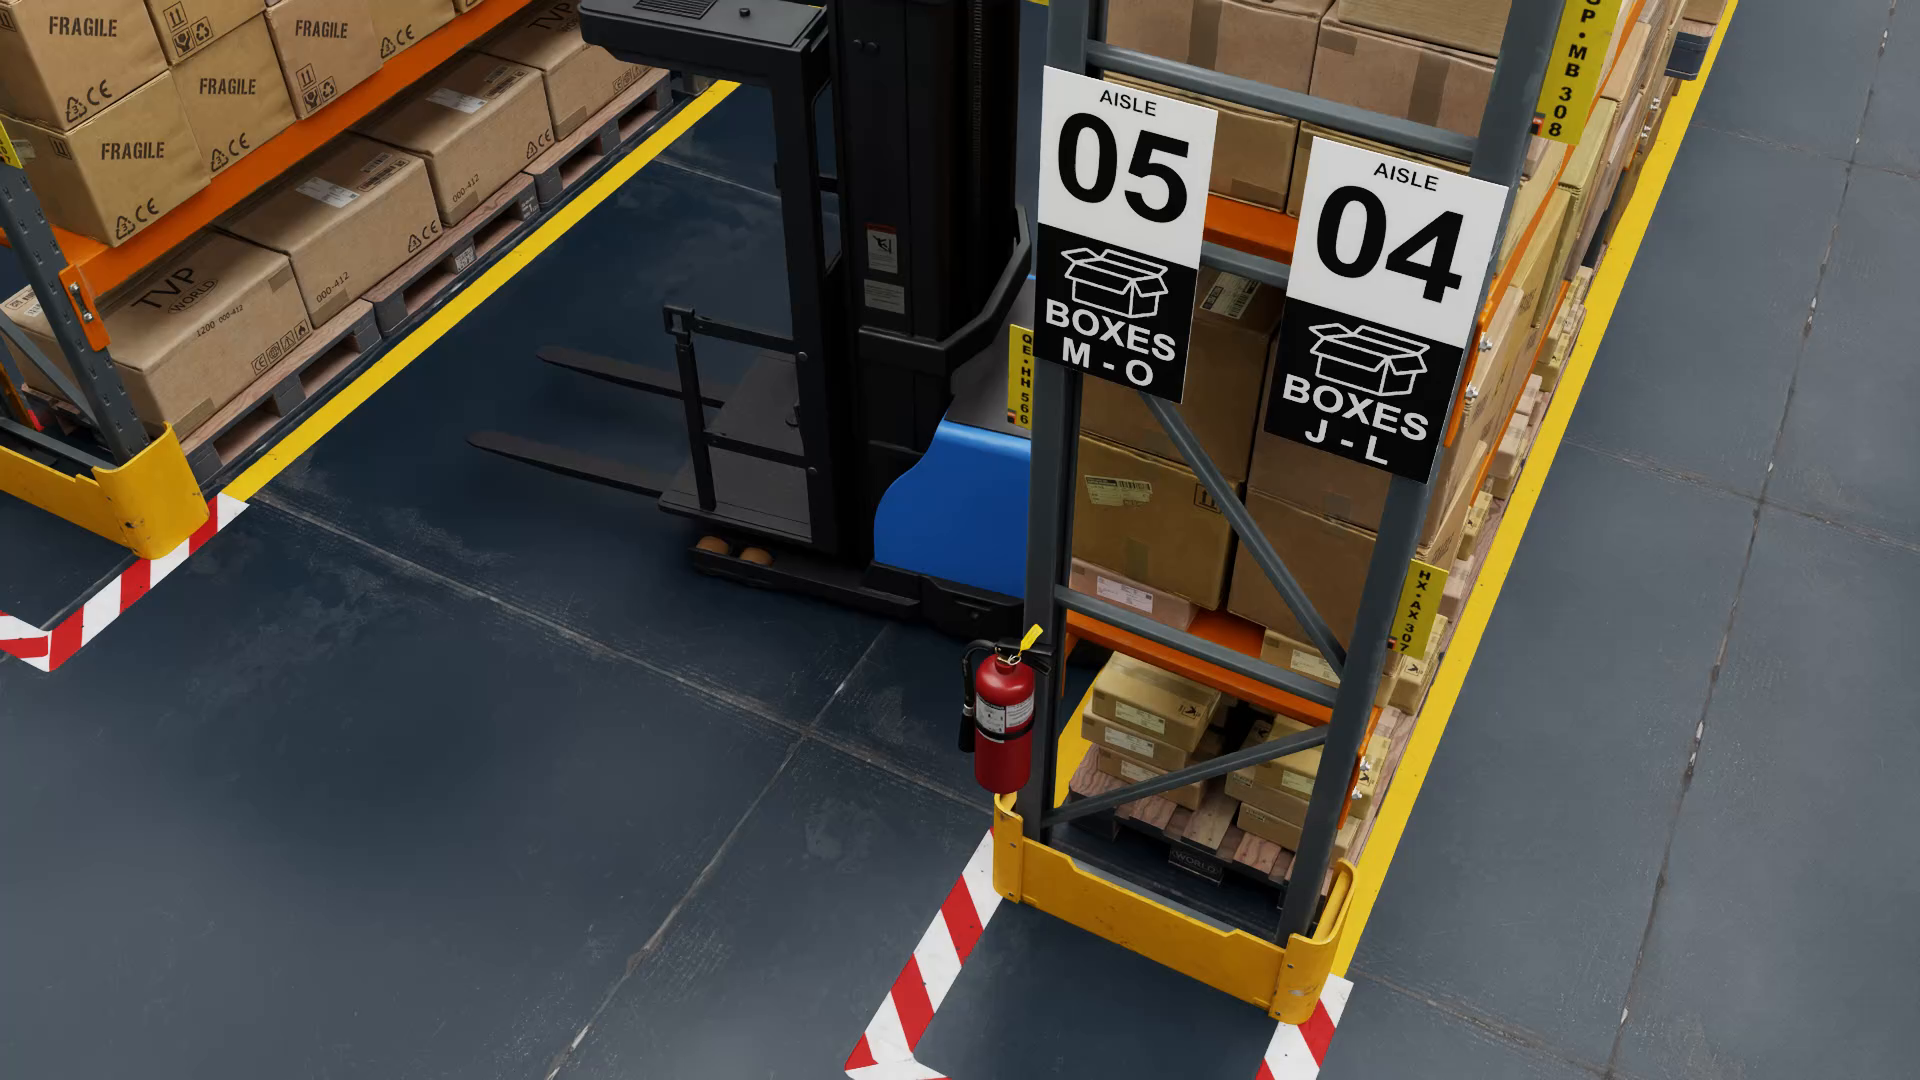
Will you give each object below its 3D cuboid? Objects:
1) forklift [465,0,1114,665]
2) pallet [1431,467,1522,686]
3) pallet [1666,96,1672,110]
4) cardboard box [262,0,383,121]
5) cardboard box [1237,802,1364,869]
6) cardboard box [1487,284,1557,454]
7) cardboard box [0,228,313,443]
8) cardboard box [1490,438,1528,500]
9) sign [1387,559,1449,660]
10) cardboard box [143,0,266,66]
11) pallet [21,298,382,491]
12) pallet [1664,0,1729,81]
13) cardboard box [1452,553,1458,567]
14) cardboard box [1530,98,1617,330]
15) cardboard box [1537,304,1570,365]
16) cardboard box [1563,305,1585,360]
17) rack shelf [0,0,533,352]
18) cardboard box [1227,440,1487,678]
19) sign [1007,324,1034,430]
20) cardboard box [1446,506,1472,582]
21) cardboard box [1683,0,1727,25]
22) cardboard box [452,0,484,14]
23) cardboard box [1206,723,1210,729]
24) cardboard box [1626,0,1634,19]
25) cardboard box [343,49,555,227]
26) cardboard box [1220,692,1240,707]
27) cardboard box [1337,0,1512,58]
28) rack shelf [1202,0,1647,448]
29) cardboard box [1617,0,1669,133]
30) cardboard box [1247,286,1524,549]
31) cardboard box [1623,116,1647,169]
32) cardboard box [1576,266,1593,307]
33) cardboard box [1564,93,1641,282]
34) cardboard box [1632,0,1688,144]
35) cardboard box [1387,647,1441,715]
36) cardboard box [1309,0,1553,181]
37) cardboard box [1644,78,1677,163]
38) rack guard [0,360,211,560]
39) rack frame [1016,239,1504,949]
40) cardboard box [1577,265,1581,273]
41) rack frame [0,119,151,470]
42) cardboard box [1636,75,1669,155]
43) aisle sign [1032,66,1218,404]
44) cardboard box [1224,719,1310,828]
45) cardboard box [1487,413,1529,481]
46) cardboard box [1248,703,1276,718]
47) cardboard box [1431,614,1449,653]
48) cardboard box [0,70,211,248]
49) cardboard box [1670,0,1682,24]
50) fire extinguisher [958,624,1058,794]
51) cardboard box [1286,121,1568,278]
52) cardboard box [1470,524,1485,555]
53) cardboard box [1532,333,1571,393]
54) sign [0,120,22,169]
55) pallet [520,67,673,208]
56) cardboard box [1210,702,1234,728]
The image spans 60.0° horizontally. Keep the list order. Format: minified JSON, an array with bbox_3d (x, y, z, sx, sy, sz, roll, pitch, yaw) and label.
[{"bbox_3d":[-0.593,-1.177,6.133,3.031,2.935,1.130,14,47,13],"label":"forklift"},{"bbox_3d":[1.665,-0.033,6.914,1.003,0.211,1.213,20,49,19],"label":"pallet"},{"bbox_3d":[3.436,-2.501,9.354,1.003,0.211,1.213,20,49,19],"label":"pallet"},{"bbox_3d":[-2.839,-2.155,6.980,0.500,0.500,0.500,20,49,19],"label":"cardboard box"},{"bbox_3d":[1.180,0.931,5.710,0.380,0.149,0.250,21,49,20],"label":"cardboard box"},{"bbox_3d":[1.571,-0.681,5.314,0.500,0.500,0.500,21,49,20],"label":"cardboard box"},{"bbox_3d":[-3.560,-0.966,7.382,0.875,0.438,0.875,19,48,18],"label":"cardboard box"},{"bbox_3d":[2.150,-0.353,6.979,0.380,0.149,0.250,20,49,19],"label":"cardboard box"},{"bbox_3d":[1.134,0.176,4.139,0.100,0.325,0.005,20,49,19],"label":"sign"},{"bbox_3d":[-3.069,-2.193,6.315,0.500,0.500,0.500,19,48,18],"label":"cardboard box"},{"bbox_3d":[-3.476,-0.819,7.691,1.003,0.211,1.213,20,49,19],"label":"pallet"},{"bbox_3d":[2.994,-2.585,7.611,1.003,0.211,1.213,20,49,19],"label":"pallet"},{"bbox_3d":[1.628,0.043,6.169,0.380,0.149,0.250,22,49,21],"label":"cardboard box"},{"bbox_3d":[1.587,-1.026,4.952,0.500,0.500,0.500,19,48,18],"label":"cardboard box"},{"bbox_3d":[2.383,-0.930,7.131,0.380,0.149,0.250,20,49,19],"label":"cardboard box"},{"bbox_3d":[2.630,-1.005,7.623,0.380,0.149,0.250,21,49,20],"label":"cardboard box"},{"bbox_3d":[-2.849,-2.277,7.677,1.077,0.370,4.000,20,49,19],"label":"rack shelf"},{"bbox_3d":[1.106,-0.031,4.672,0.500,0.500,0.500,23,50,21],"label":"cardboard box"},{"bbox_3d":[0.171,-0.413,4.293,0.100,0.325,0.005,20,49,19],"label":"sign"},{"bbox_3d":[1.348,-0.033,5.130,0.380,0.149,0.250,19,48,18],"label":"cardboard box"},{"bbox_3d":[3.100,-2.375,7.149,0.380,0.149,0.250,18,48,17],"label":"cardboard box"},{"bbox_3d":[-2.364,-2.801,7.619,0.500,0.500,0.500,20,49,18],"label":"cardboard box"},{"bbox_3d":[0.743,0.559,6.077,0.380,0.149,0.250,22,49,20],"label":"cardboard box"},{"bbox_3d":[1.564,-1.558,4.458,0.500,0.250,0.500,19,48,18],"label":"cardboard box"},{"bbox_3d":[-2.723,-2.112,8.515,0.875,0.438,0.875,19,48,18],"label":"cardboard box"},{"bbox_3d":[0.842,0.390,5.827,0.380,0.149,0.250,21,49,20],"label":"cardboard box"},{"bbox_3d":[1.005,-1.146,3.418,0.380,0.149,0.250,20,49,19],"label":"cardboard box"},{"bbox_3d":[1.582,-1.761,5.058,1.077,0.370,4.000,20,49,19],"label":"rack shelf"},{"bbox_3d":[2.046,-1.680,5.599,0.500,0.500,0.500,22,49,20],"label":"cardboard box"},{"bbox_3d":[1.097,-0.386,4.320,0.500,0.500,0.500,20,49,19],"label":"cardboard box"},{"bbox_3d":[2.562,-1.675,6.753,0.380,0.149,0.250,19,48,18],"label":"cardboard box"},{"bbox_3d":[2.646,-1.166,7.573,0.380,0.149,0.250,21,49,20],"label":"cardboard box"},{"bbox_3d":[2.062,-1.321,5.947,0.500,0.500,0.500,20,49,19],"label":"cardboard box"},{"bbox_3d":[2.536,-1.961,6.579,0.500,0.500,0.500,21,49,19],"label":"cardboard box"},{"bbox_3d":[1.554,0.455,6.180,0.380,0.149,0.250,21,49,20],"label":"cardboard box"},{"bbox_3d":[1.092,-1.074,3.627,0.500,0.250,0.500,21,49,20],"label":"cardboard box"},{"bbox_3d":[3.332,-2.200,8.557,0.500,0.500,0.500,23,50,21],"label":"cardboard box"},{"bbox_3d":[-3.789,-0.376,7.050,1.175,0.500,0.348,20,49,19],"label":"rack guard"},{"bbox_3d":[0.653,0.301,4.624,1.000,3.000,0.127,20,49,19],"label":"rack frame"},{"bbox_3d":[2.576,-1.264,7.461,0.380,0.149,0.250,22,49,20],"label":"cardboard box"},{"bbox_3d":[-3.778,-1.270,6.176,1.000,3.000,0.127,20,49,19],"label":"rack frame"},{"bbox_3d":[3.087,-2.130,7.961,0.500,0.250,0.500,18,48,17],"label":"cardboard box"},{"bbox_3d":[0.354,-0.666,3.752,0.394,0.787,0.004,20,49,19],"label":"aisle sign"},{"bbox_3d":[1.124,0.805,5.625,0.380,0.149,0.250,22,49,21],"label":"cardboard box"},{"bbox_3d":[2.035,-0.418,6.625,0.380,0.149,0.250,19,48,18],"label":"cardboard box"},{"bbox_3d":[1.219,0.515,5.703,0.380,0.149,0.250,21,49,20],"label":"cardboard box"},{"bbox_3d":[1.552,0.342,6.083,0.380,0.149,0.250,22,49,20],"label":"cardboard box"},{"bbox_3d":[-3.301,-1.513,6.346,0.500,0.500,0.500,20,49,19],"label":"cardboard box"},{"bbox_3d":[2.532,-2.325,6.236,0.500,0.500,0.500,19,48,18],"label":"cardboard box"},{"bbox_3d":[0.128,0.465,4.778,0.296,0.674,0.183,20,49,19],"label":"fire extinguisher"},{"bbox_3d":[1.088,-0.899,3.806,0.500,0.250,0.500,22,49,20],"label":"cardboard box"},{"bbox_3d":[1.886,-0.048,6.678,0.380,0.149,0.250,20,49,19],"label":"cardboard box"},{"bbox_3d":[2.422,-0.817,7.228,0.380,0.149,0.250,19,48,18],"label":"cardboard box"},{"bbox_3d":[-3.289,-1.415,5.655,0.100,0.325,0.005,20,49,19],"label":"sign"},{"bbox_3d":[-2.343,-2.356,9.210,1.003,0.211,1.213,20,49,19],"label":"pallet"},{"bbox_3d":[0.815,0.477,5.949,0.380,0.149,0.250,19,48,18],"label":"cardboard box"}]
